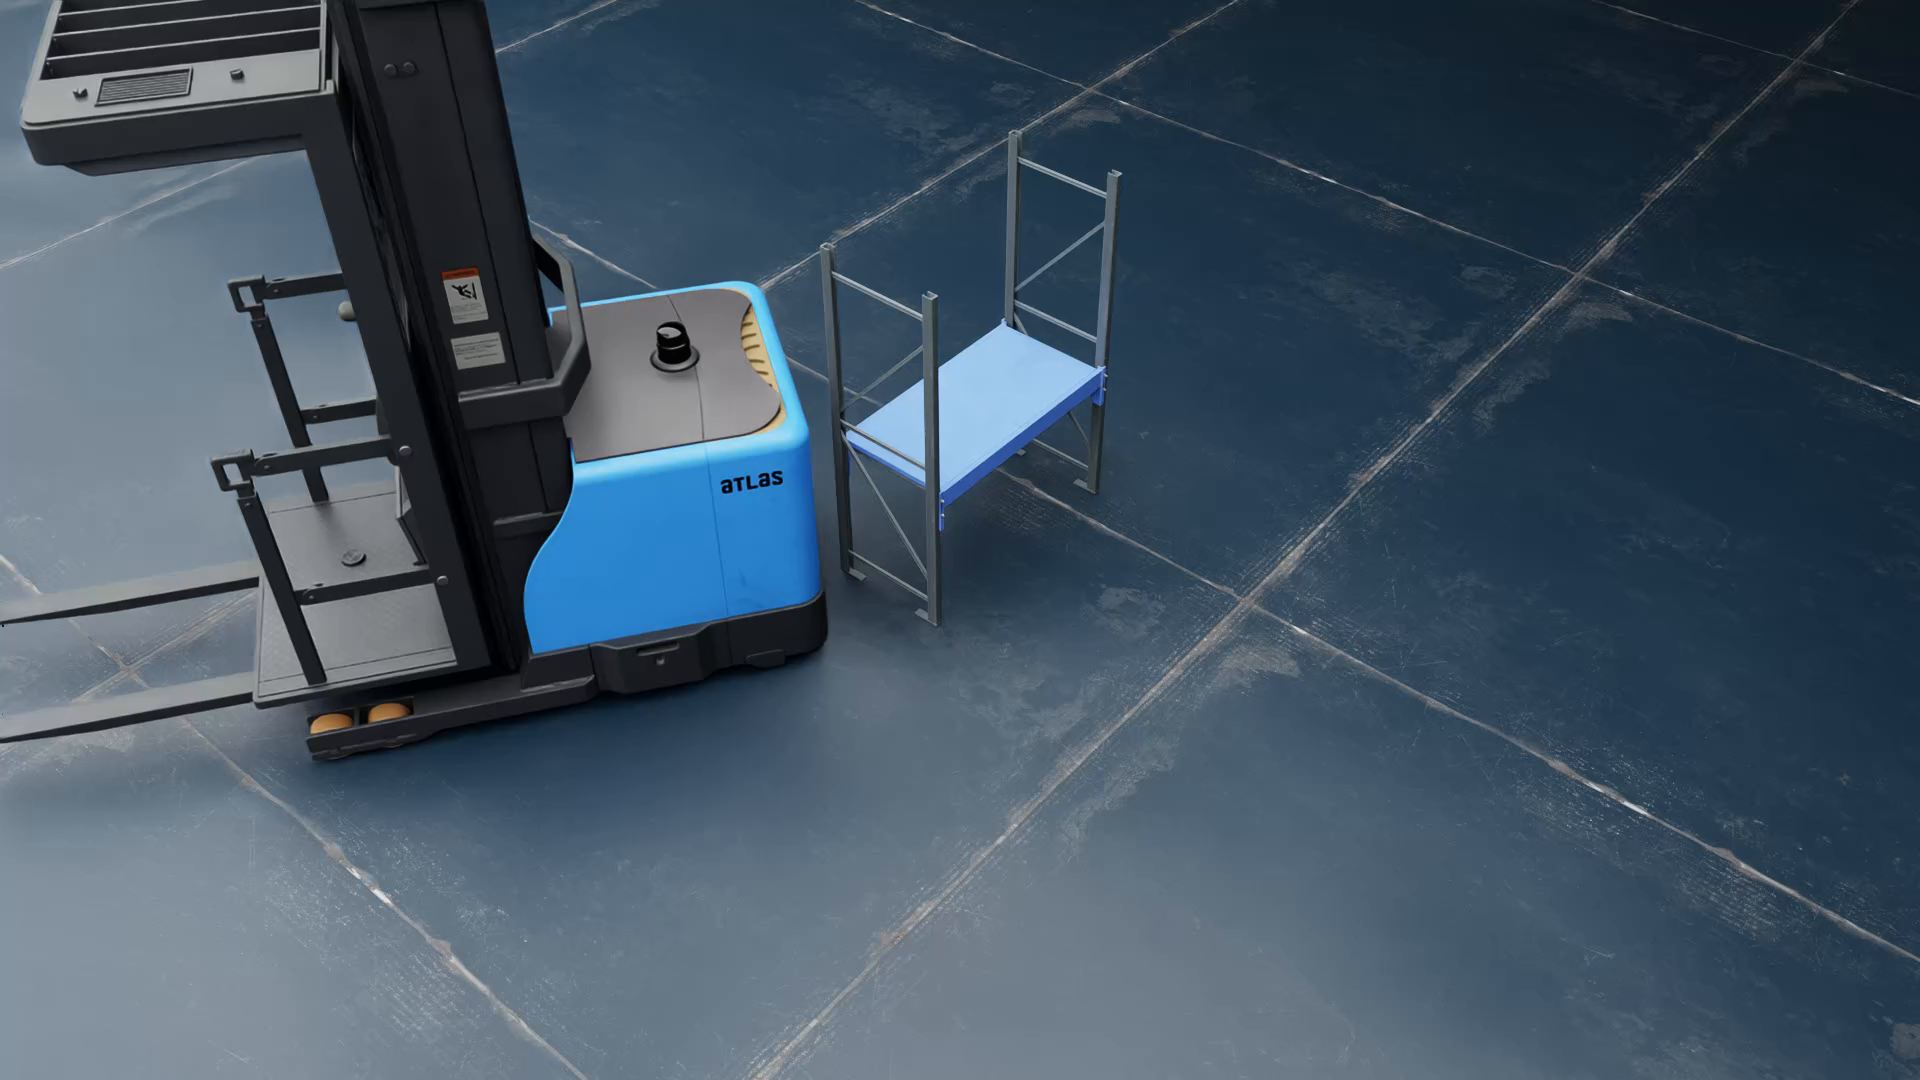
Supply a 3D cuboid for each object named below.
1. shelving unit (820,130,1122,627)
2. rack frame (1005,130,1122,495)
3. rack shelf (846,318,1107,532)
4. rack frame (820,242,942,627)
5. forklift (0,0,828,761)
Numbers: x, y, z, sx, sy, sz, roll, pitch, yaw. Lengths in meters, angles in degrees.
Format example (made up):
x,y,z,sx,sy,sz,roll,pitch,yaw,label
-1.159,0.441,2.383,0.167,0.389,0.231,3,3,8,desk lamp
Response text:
x,y,z,sx,sy,sz,roll,pitch,yaw,label
0.055,-0.599,6.294,0.538,1.500,1.048,29,50,28,shelving unit
0.382,-0.861,6.582,0.500,1.500,0.032,29,50,28,rack frame
0.055,-0.466,6.415,0.538,0.185,1.000,29,50,28,rack shelf
-0.272,-0.337,6.006,0.500,1.500,0.032,29,50,28,rack frame
-2.072,-0.705,5.346,3.031,2.935,1.130,-10,43,-11,forklift
